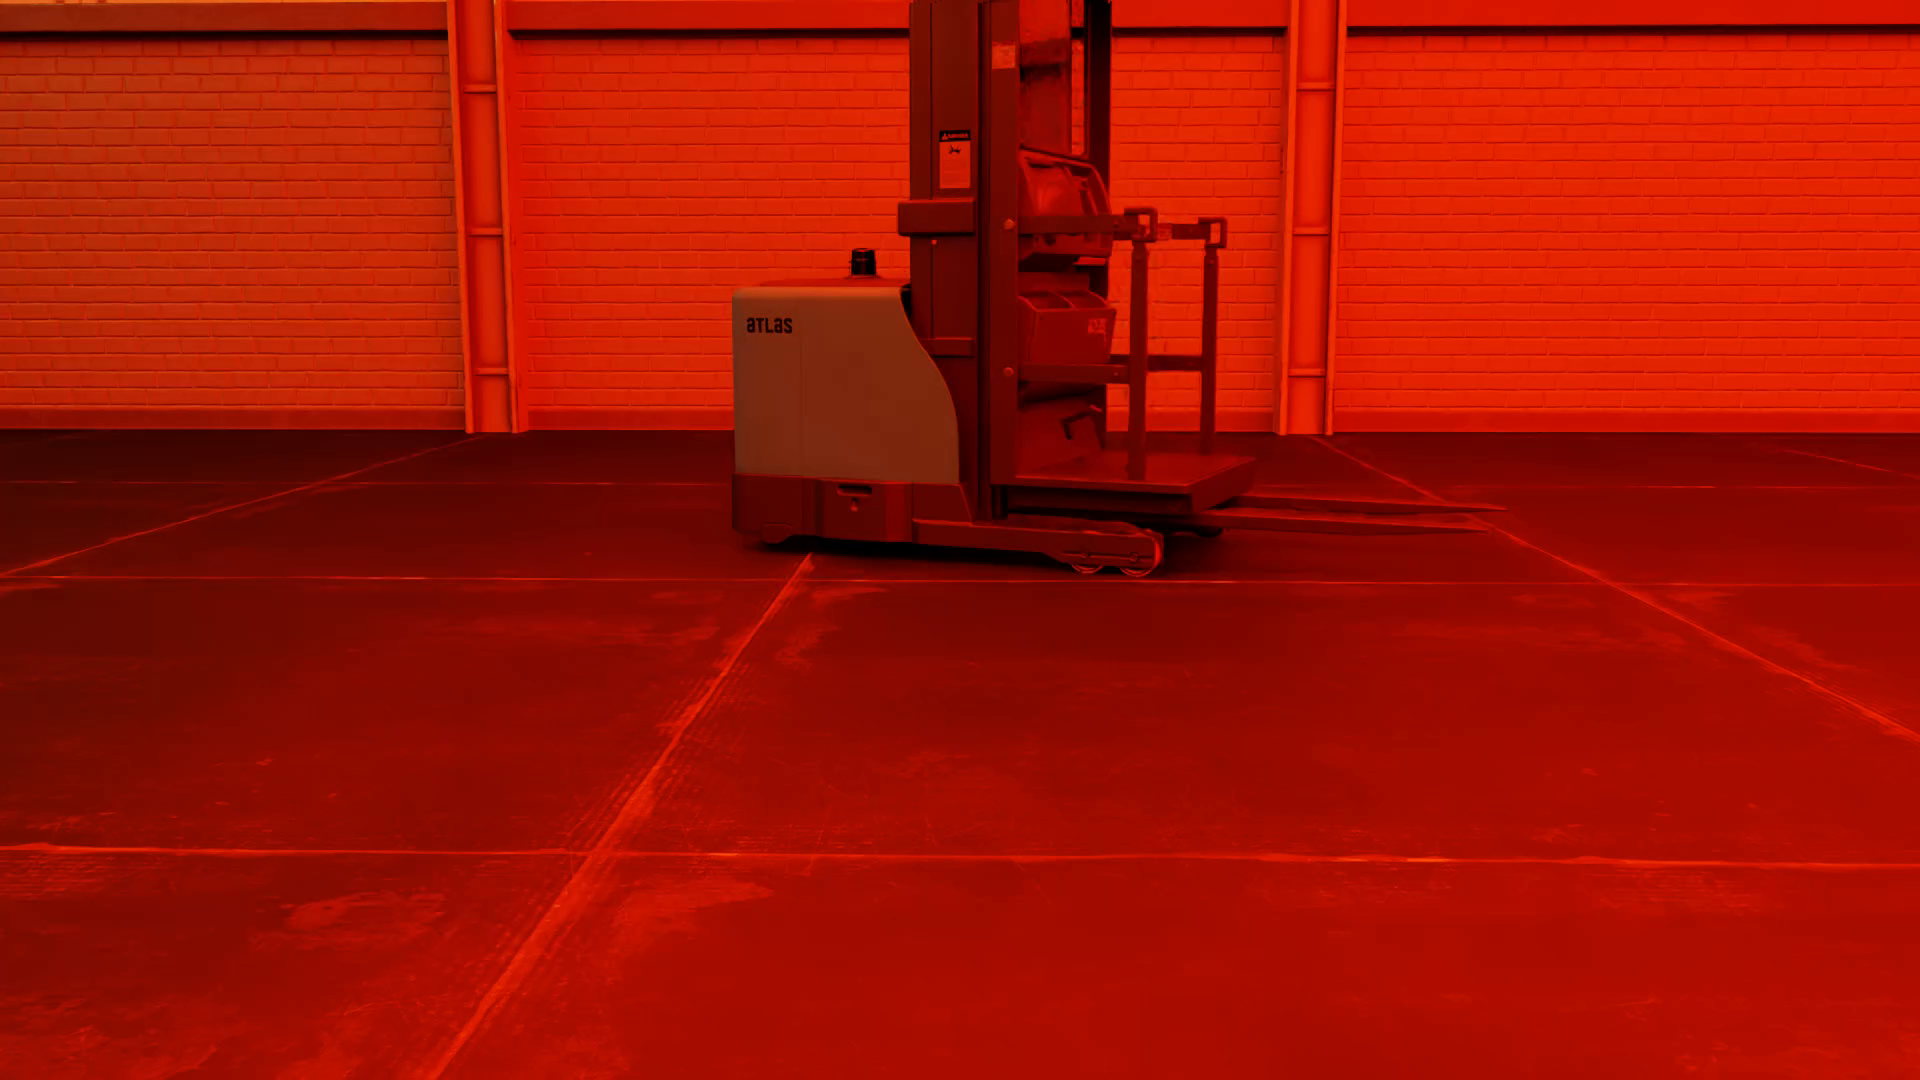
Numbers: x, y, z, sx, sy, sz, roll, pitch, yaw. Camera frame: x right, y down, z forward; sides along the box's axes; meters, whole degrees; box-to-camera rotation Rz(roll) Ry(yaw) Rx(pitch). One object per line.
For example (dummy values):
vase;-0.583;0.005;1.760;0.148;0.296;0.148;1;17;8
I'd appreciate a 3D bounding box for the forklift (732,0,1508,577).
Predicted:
forklift;0.613;-1.400;6.585;3.031;2.935;1.130;4;9;23
